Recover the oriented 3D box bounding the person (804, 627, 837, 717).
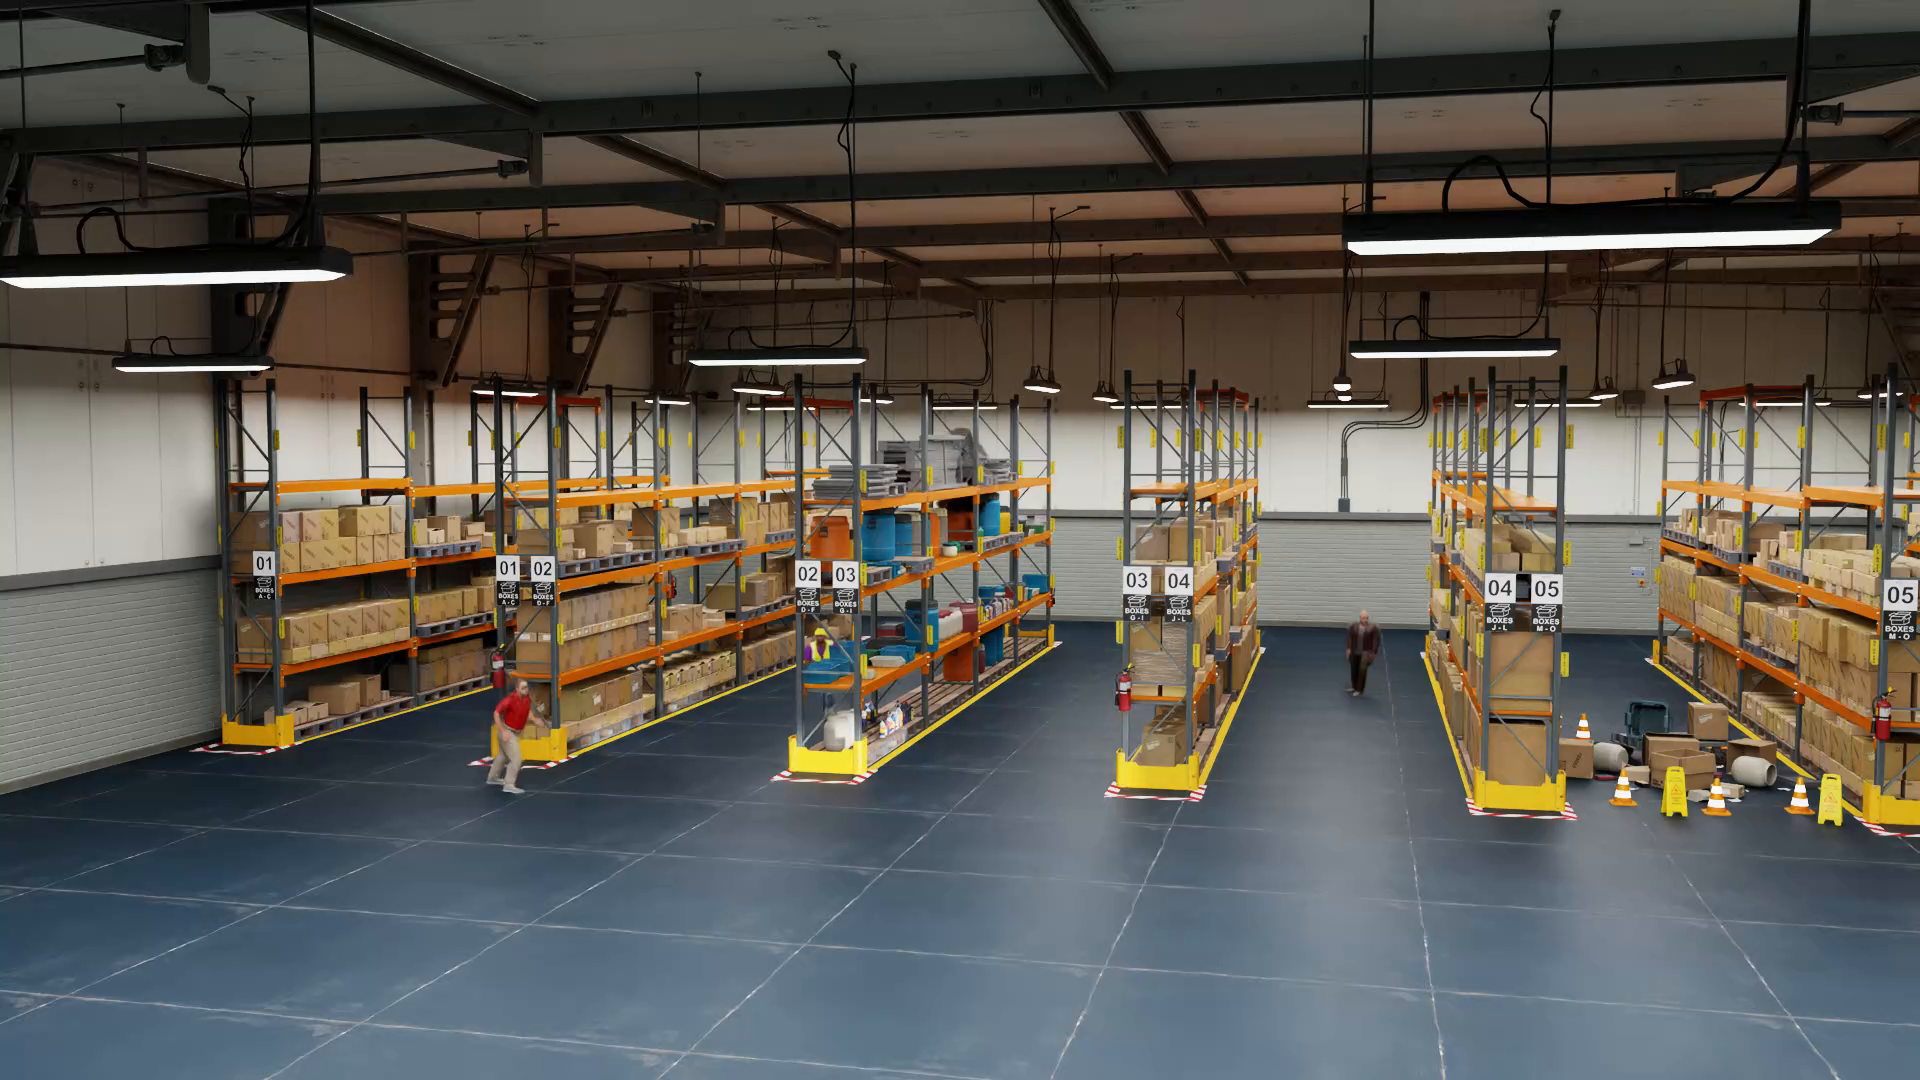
[{"bbox_3d":[-2.401,2.380,29.364,0.657,1.714,0.956,1,3,11],"label":"person"}]

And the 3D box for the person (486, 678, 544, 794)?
[{"bbox_3d":[-6.377,2.773,23.703,0.917,1.653,0.731,0,3,7],"label":"person"}]

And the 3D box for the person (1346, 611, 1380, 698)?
[{"bbox_3d":[7.871,2.208,32.507,0.669,1.710,0.681,2,4,34],"label":"person"}]
